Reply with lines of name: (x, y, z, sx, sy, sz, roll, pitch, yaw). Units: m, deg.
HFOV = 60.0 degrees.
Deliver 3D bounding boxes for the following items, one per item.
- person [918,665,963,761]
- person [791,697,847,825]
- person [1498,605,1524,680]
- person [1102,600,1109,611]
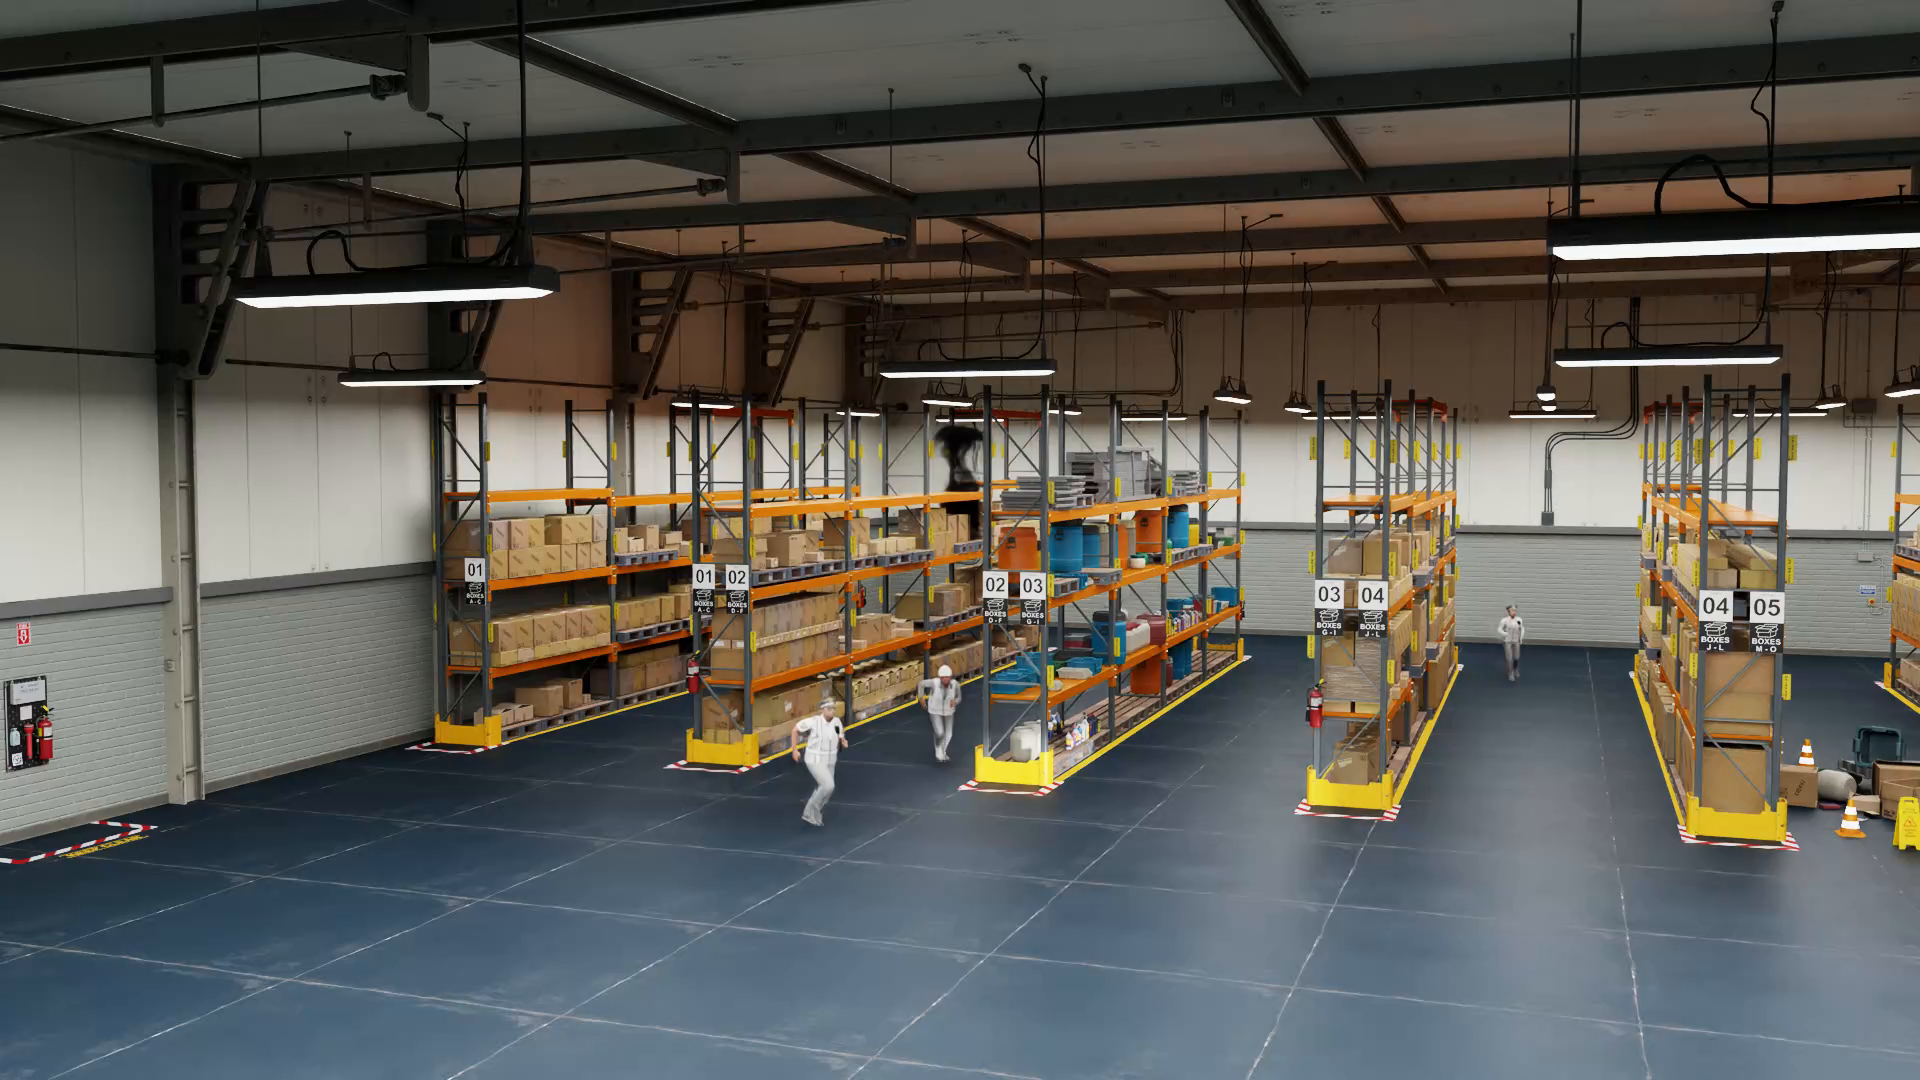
person: (-0.318, 2.773, 26.596, 0.689, 1.600, 0.919, -1, 3, -9)
person: (-1.822, 2.940, 22.083, 0.700, 1.730, 0.787, -3, 4, -44)
person: (12.043, 2.238, 36.280, 0.594, 1.665, 0.546, 0, 3, 7)
person: (3.238, 2.189, 37.030, 0.546, 1.710, 0.682, 1, 3, 16)
